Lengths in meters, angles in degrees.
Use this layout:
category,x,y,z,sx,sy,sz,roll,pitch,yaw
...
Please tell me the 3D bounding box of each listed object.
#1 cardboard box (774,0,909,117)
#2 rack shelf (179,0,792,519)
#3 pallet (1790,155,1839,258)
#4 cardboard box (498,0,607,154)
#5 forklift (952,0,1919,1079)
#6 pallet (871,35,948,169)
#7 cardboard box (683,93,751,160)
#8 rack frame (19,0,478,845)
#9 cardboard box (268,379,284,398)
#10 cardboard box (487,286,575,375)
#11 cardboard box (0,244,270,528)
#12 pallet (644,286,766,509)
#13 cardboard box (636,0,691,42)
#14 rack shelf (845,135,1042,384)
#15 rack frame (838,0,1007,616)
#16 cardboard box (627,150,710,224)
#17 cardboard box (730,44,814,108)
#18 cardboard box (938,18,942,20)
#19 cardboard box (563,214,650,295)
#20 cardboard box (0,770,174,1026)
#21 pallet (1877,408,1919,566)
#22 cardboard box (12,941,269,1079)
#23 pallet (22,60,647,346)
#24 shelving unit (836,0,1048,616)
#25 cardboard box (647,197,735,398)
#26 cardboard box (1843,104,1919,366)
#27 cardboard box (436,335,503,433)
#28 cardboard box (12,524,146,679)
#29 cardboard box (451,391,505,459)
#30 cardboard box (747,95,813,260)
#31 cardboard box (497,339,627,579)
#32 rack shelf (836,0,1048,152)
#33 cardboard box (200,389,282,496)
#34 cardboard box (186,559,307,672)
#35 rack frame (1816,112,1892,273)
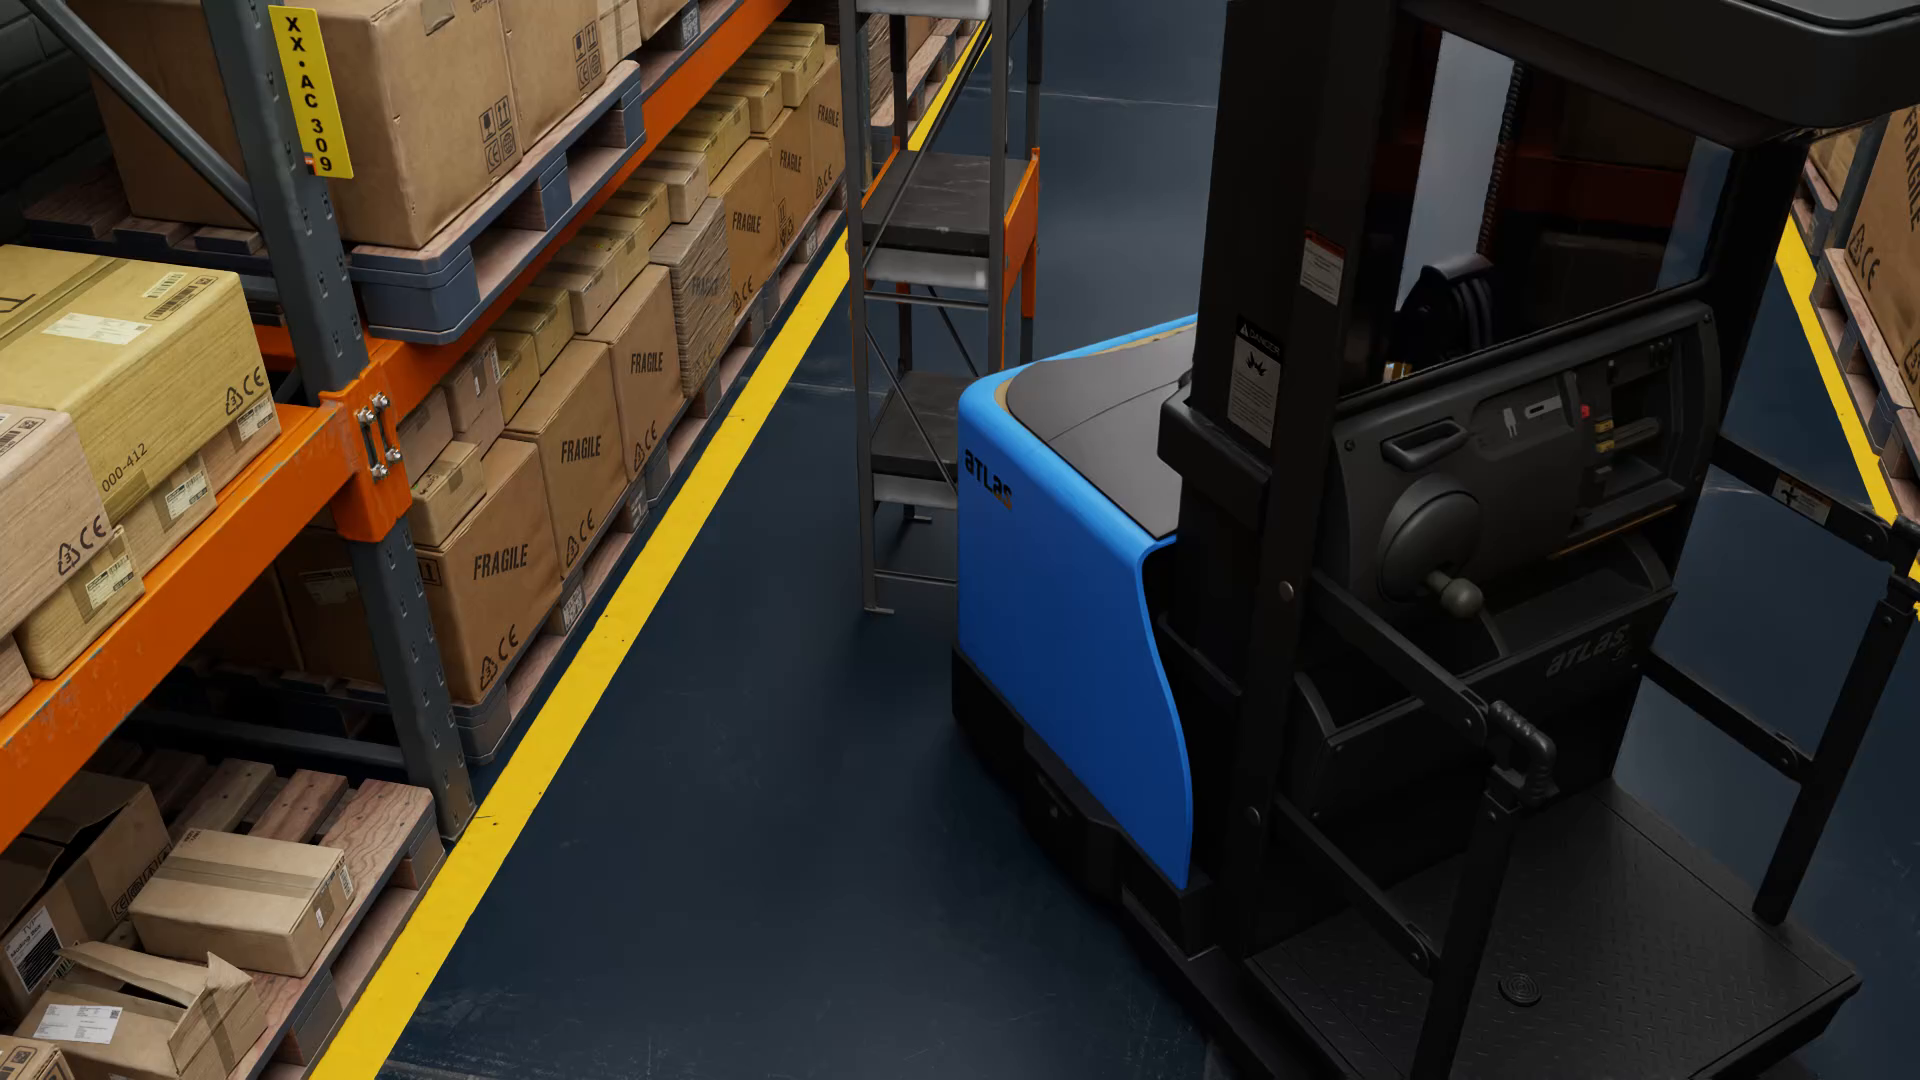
category,x,y,z,sx,sy,sz,roll,pitch,yaw
cardboard box,-0.744,-2.403,7.675,0.875,0.625,0.625,8,37,11
rack shelf,-1.317,-1.400,5.239,1.077,0.370,4.000,7,37,10
pallet,4.128,-1.537,7.191,1.003,0.211,1.213,7,37,10
cardboard box,-1.312,-1.302,4.047,0.700,0.500,0.500,8,37,10
forklift,1.155,-0.084,2.868,1.130,2.935,3.031,-19,40,-24
pallet,-0.676,-2.176,8.073,1.003,0.211,1.213,7,37,10
cardboard box,-0.976,-1.493,5.973,0.380,0.149,0.250,8,37,11
rack frame,-1.745,-0.545,3.446,1.000,3.000,0.127,7,37,10
cardboard box,-1.897,-0.364,4.416,0.380,0.149,0.250,7,37,10
cardboard box,-1.336,-0.614,4.760,0.380,0.149,0.250,7,36,9
cardboard box,-1.615,-0.282,2.958,0.500,0.250,0.500,8,37,11
pallet,-1.349,-0.589,5.882,1.003,0.211,1.213,7,37,10
cardboard box,-1.145,-1.752,4.668,0.700,0.500,0.500,7,37,10
rack shelf,-0.035,-0.744,4.511,0.431,0.518,0.480,7,37,10
rack frame,-0.087,-0.615,4.310,0.400,2.100,0.015,7,37,10
cardboard box,-1.059,-1.187,5.552,0.380,0.149,0.250,6,36,8
cardboard box,-0.776,-1.784,6.374,0.380,0.149,0.250,6,36,8
cardboard box,-0.468,-3.164,8.726,0.875,0.625,0.625,6,36,8
cardboard box,-1.190,-0.894,5.147,0.380,0.149,0.250,9,37,12
cardboard box,-2.117,0.723,3.630,0.500,0.311,0.500,9,37,12
pallet,3.455,0.051,5.000,1.003,0.211,1.213,7,37,10
cardboard box,-1.653,0.953,3.351,0.396,0.266,0.258,9,37,12
pallet,-1.467,-0.912,4.116,1.003,0.211,1.213,7,37,10
shelving unit,-0.035,-0.755,4.503,0.431,2.100,0.503,7,37,10
cardboard box,-1.090,-0.841,5.626,0.500,0.500,0.500,6,36,8
cardboard box,3.731,-1.142,5.723,0.875,0.875,0.875,7,37,10
cardboard box,-1.399,-0.413,4.230,0.380,0.149,0.250,6,36,8
cardboard box,-1.632,0.075,2.804,0.380,0.149,0.250,8,37,11
cardboard box,-1.425,-0.306,4.336,0.380,0.149,0.250,6,36,9
cardboard box,-0.888,-1.441,6.455,0.500,0.500,0.500,7,36,9
cardboard box,-1.317,-0.259,4.823,0.500,0.500,0.500,7,36,9
rack shelf,-0.035,-1.311,4.100,0.431,0.518,0.480,7,37,10
cardboard box,-1.566,-0.229,3.224,0.380,0.149,0.250,8,37,11
cardboard box,-1.929,-0.022,4.496,0.500,0.500,0.500,7,37,10
rack frame,3.960,-2.218,5.755,1.000,3.000,0.127,7,37,10
